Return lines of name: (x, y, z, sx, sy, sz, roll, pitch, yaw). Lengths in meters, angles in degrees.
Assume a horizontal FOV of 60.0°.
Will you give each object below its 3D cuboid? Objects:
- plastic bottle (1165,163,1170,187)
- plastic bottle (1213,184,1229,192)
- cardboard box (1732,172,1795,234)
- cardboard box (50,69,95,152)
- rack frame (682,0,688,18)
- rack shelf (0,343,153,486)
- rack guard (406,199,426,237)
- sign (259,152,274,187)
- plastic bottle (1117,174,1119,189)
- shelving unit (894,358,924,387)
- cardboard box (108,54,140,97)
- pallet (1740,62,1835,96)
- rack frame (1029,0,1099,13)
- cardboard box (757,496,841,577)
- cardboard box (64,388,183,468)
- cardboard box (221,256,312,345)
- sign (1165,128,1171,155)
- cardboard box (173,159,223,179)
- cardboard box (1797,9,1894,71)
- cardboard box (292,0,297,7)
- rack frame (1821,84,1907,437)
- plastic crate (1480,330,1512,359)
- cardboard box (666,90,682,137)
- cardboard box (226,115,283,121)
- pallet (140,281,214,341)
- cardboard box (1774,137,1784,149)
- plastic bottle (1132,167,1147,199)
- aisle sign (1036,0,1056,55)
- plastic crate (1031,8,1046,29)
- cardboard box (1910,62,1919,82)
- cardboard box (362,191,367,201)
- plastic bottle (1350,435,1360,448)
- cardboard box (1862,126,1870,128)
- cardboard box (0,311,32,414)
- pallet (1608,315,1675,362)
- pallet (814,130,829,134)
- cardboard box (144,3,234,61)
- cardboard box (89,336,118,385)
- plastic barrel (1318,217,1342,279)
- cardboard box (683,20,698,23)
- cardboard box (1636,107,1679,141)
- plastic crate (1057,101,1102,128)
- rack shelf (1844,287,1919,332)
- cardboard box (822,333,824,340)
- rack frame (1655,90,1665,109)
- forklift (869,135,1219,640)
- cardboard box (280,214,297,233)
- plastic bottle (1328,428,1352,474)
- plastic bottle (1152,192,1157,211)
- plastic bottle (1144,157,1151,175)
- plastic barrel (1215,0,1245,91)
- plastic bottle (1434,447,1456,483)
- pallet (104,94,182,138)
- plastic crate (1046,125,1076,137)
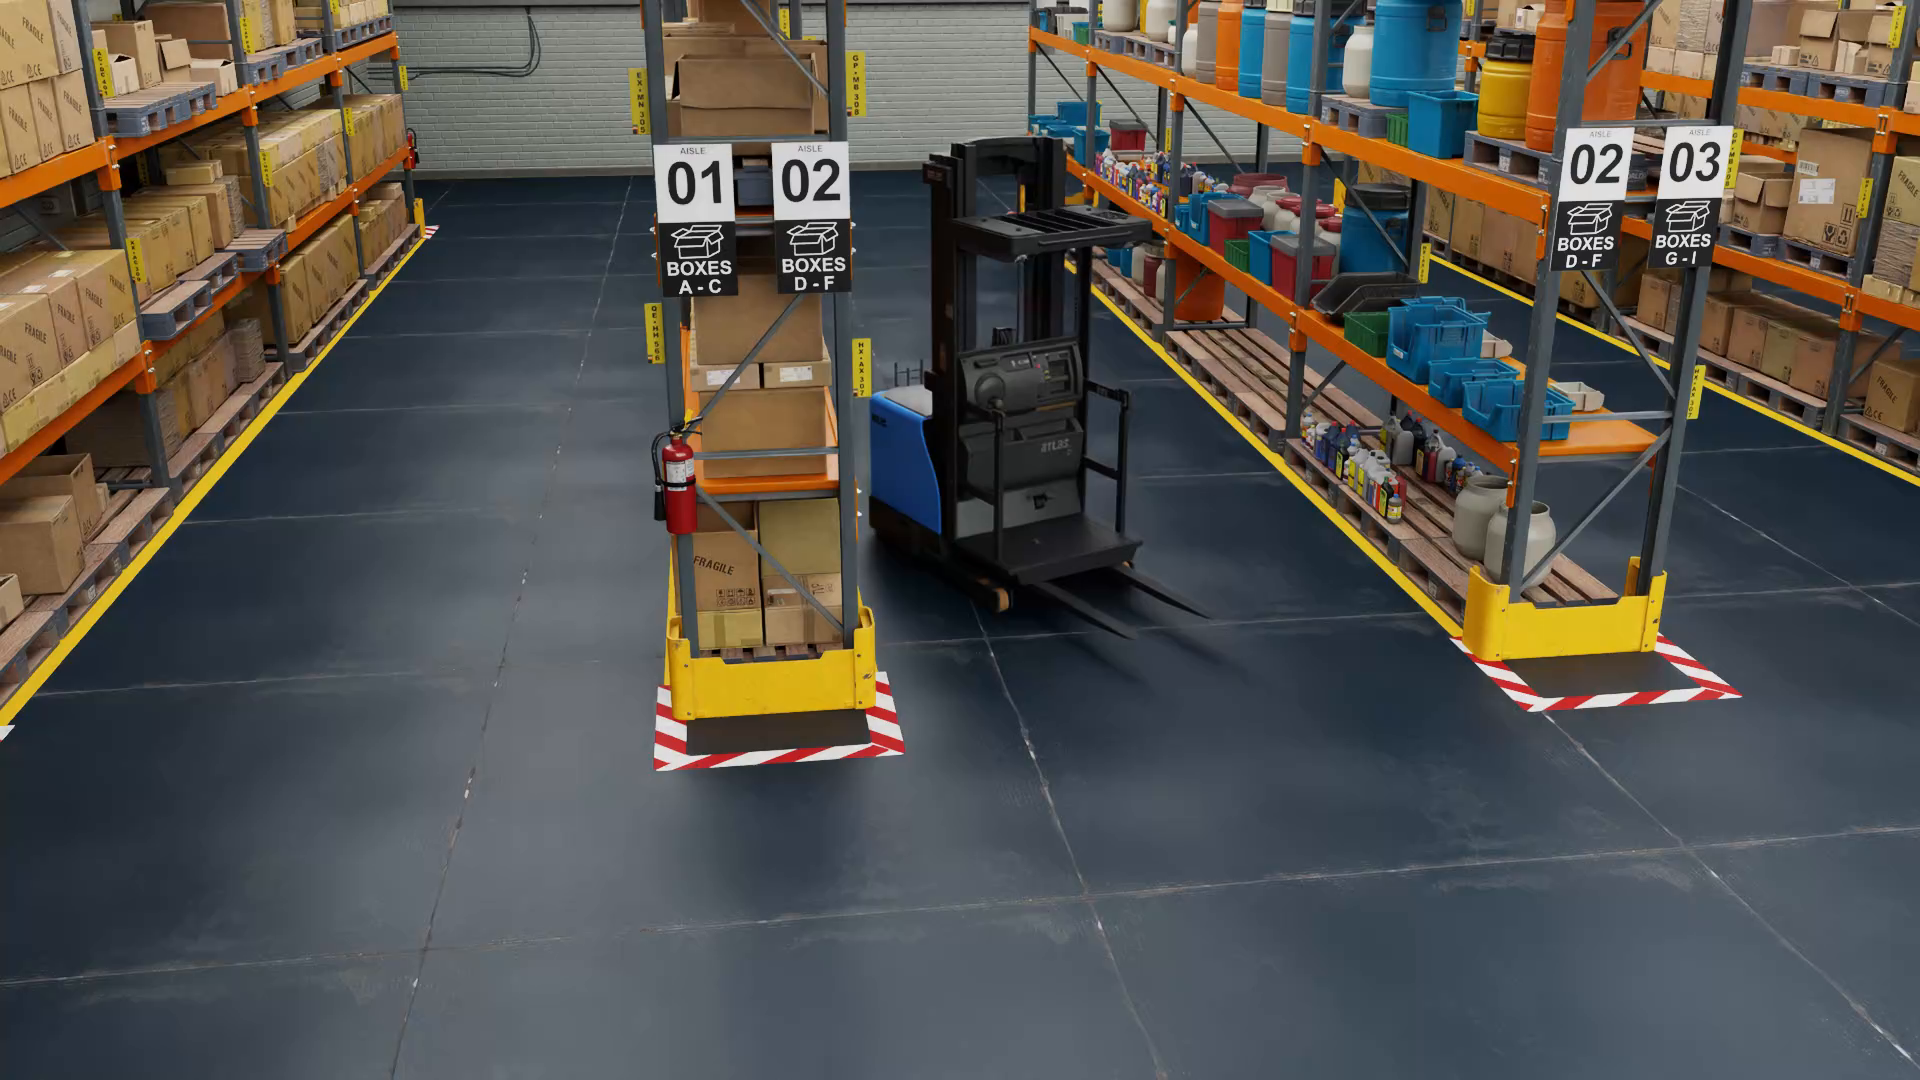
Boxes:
plastic bottle: (2.486, -4.335, 19.721, 0.097, 0.271, 0.097, 0, 20, 0)
plastic bottle: (2.853, -3.760, 18.172, 0.152, 0.276, 0.135, -3, 21, -8)
cardboard box: (7.799, -3.197, 15.741, 0.797, 0.503, 0.637, -1, 20, -2)
cardboard box: (-6.247, -2.905, 11.248, 0.500, 0.500, 0.500, -2, 21, -6)
rack frame: (-2.817, -7.438, 19.270, 1.000, 3.000, 0.127, -3, 21, -8)
rack shelf: (-6.277, -0.577, 10.503, 1.077, 0.370, 4.000, -3, 21, -8)
rack guard: (-8.298, -4.599, 23.815, 1.175, 0.500, 0.348, -3, 21, -8)
sign: (-6.606, -3.528, 15.832, 0.100, 0.325, 0.005, -3, 21, -8)
plastic bottle: (1.898, -4.242, 19.570, 0.097, 0.201, 0.097, 0, 20, 0)
shelving unit: (-0.334, -0.745, 12.496, 0.258, 1.200, 0.189, -12, 24, -29)
cardboard box: (-6.653, -3.573, 12.737, 0.500, 0.311, 0.500, -2, 21, -6)
pallet: (8.004, -4.251, 15.293, 1.213, 0.211, 1.003, -3, 21, -8)
rack frame: (1.509, -9.072, 23.643, 1.000, 3.000, 0.127, -3, 21, -8)
cardboard box: (-1.018, -0.103, 10.462, 0.500, 0.500, 0.500, -3, 21, -8)
cardboard box: (-6.687, -0.896, 13.271, 0.700, 0.500, 0.500, -2, 21, -6)
cardboard box: (-7.118, -2.443, 16.941, 0.750, 0.750, 0.750, -3, 21, -8)
sign: (2.630, -5.033, 21.009, 0.100, 0.325, 0.005, -3, 21, -8)
cardboard box: (-7.062, -3.431, 15.415, 0.380, 0.149, 0.250, -6, 21, -15)
cardboard box: (8.033, -4.500, 14.944, 0.797, 0.503, 0.637, -2, 21, -6)
cardboard box: (-8.050, -6.536, 19.542, 0.500, 0.500, 0.500, -3, 21, -8)
rack frame: (8.140, -2.356, 14.238, 1.000, 3.000, 0.127, -3, 21, -8)
plastic crate: (3.723, -1.433, 12.144, 0.530, 0.136, 0.437, -3, 21, -8)
cardboard box: (-1.514, -2.456, 9.631, 0.500, 0.250, 0.500, -3, 21, -8)
cardboard box: (-7.828, -4.570, 18.497, 0.500, 0.250, 0.500, -3, 21, -7)
pallet: (-6.531, -1.789, 12.993, 1.003, 0.211, 1.213, -3, 21, -8)
cardboard box: (11.512, -5.490, 22.987, 0.380, 0.149, 0.250, -2, 21, -6)
plastic bottle: (2.035, -4.040, 18.816, 0.144, 0.351, 0.185, -3, 21, -8)
aisle sign: (1.205, -7.489, 24.265, 0.394, 0.787, 0.004, -3, 21, -8)
plastic crate: (1.289, -7.458, 23.796, 0.497, 0.269, 0.590, -3, 21, -8)
cardboard box: (7.882, -3.750, 13.326, 0.380, 0.149, 0.250, -4, 21, -9)
cardboard box: (-8.201, -4.625, 22.357, 0.380, 0.149, 0.250, -3, 21, -7)
plastic bottle: (3.085, -0.690, 13.047, 0.097, 0.271, 0.097, 0, 20, 0)
cardboard box: (11.625, -5.268, 20.942, 0.380, 0.149, 0.250, -3, 21, -8)
cardboard box: (-5.889, -1.044, 9.837, 0.500, 0.500, 0.500, -4, 21, -10)
pallet: (7.675, -2.164, 17.709, 1.003, 0.211, 1.213, -3, 21, -8)
pallet: (-1.342, -2.506, 10.478, 1.003, 0.211, 1.213, -3, 21, -8)
cardboard box: (-7.267, -4.812, 15.753, 0.700, 0.500, 0.500, -5, 21, -12)
cardboard box: (-6.133, -1.224, 11.393, 0.500, 0.250, 0.500, -3, 21, -8)
plastic barrel: (3.318, -2.512, 14.462, 0.433, 0.535, 0.433, 0, 20, 0)
cardboard box: (-2.410, -5.021, 16.942, 0.910, 0.500, 0.500, -3, 21, -8)
cardboard box: (7.474, -4.512, 18.433, 0.797, 0.503, 0.637, -2, 21, -6)
plastic crate: (1.742, -6.199, 24.391, 0.616, 0.435, 0.499, -3, 21, -8)
rack shelf: (8.428, -1.327, 12.510, 1.077, 0.370, 4.000, -3, 21, -8)
cardboard box: (-1.006, -1.148, 9.933, 0.380, 0.149, 0.250, -3, 21, -8)
rack frame: (11.333, -6.726, 25.938, 1.000, 3.000, 0.127, -3, 21, -8)
forklift: (0.529, -1.079, 10.917, 1.130, 2.935, 3.031, -12, 24, -29)
cardboard box: (-6.942, -3.193, 16.809, 0.380, 0.149, 0.250, -2, 21, -6)
plastic bottle: (2.972, -0.706, 12.976, 0.144, 0.351, 0.185, -4, 21, -10)
plastic bottle: (2.136, -3.671, 18.043, 0.097, 0.201, 0.097, 0, 20, 0)
plastic bottle: (2.341, -4.650, 20.664, 0.097, 0.201, 0.097, 0, 20, 0)
plastic barrel: (2.660, -4.576, 15.280, 0.600, 0.830, 0.708, -3, 21, -8)
plastic bottle: (3.710, -0.593, 12.782, 0.152, 0.276, 0.135, -3, 21, -7)
pallet: (-6.548, -3.143, 12.326, 1.213, 0.211, 1.003, -3, 21, -8)
plastic crate: (1.409, -5.653, 23.218, 0.416, 0.233, 0.300, -3, 21, -8)
